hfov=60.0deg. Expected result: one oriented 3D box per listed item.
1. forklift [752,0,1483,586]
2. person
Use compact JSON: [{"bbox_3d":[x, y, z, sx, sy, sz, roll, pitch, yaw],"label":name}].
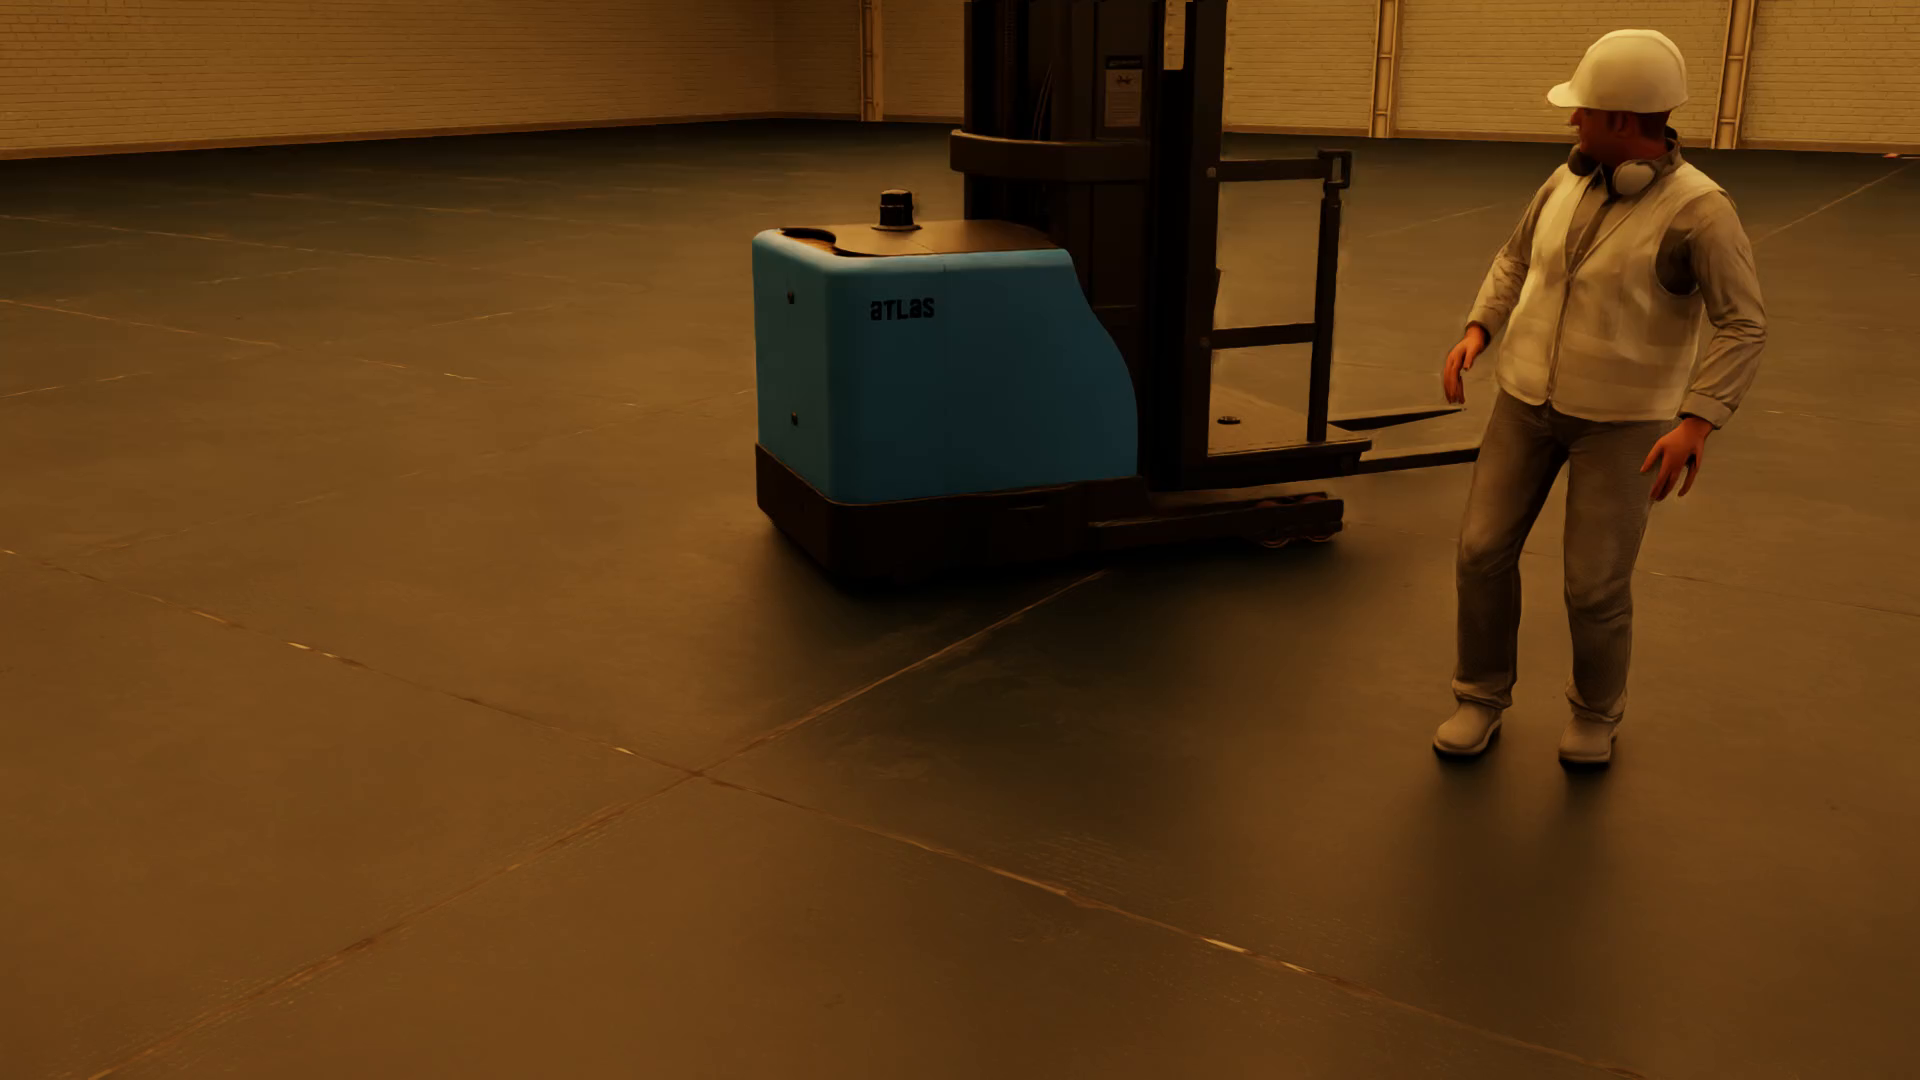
[{"bbox_3d":[0.822,-1.508,5.874,3.031,2.935,1.130,-7,18,-21],"label":"forklift"},{"bbox_3d":[1.489,-0.300,3.938,0.515,1.740,0.728,-15,22,-40],"label":"person"}]
